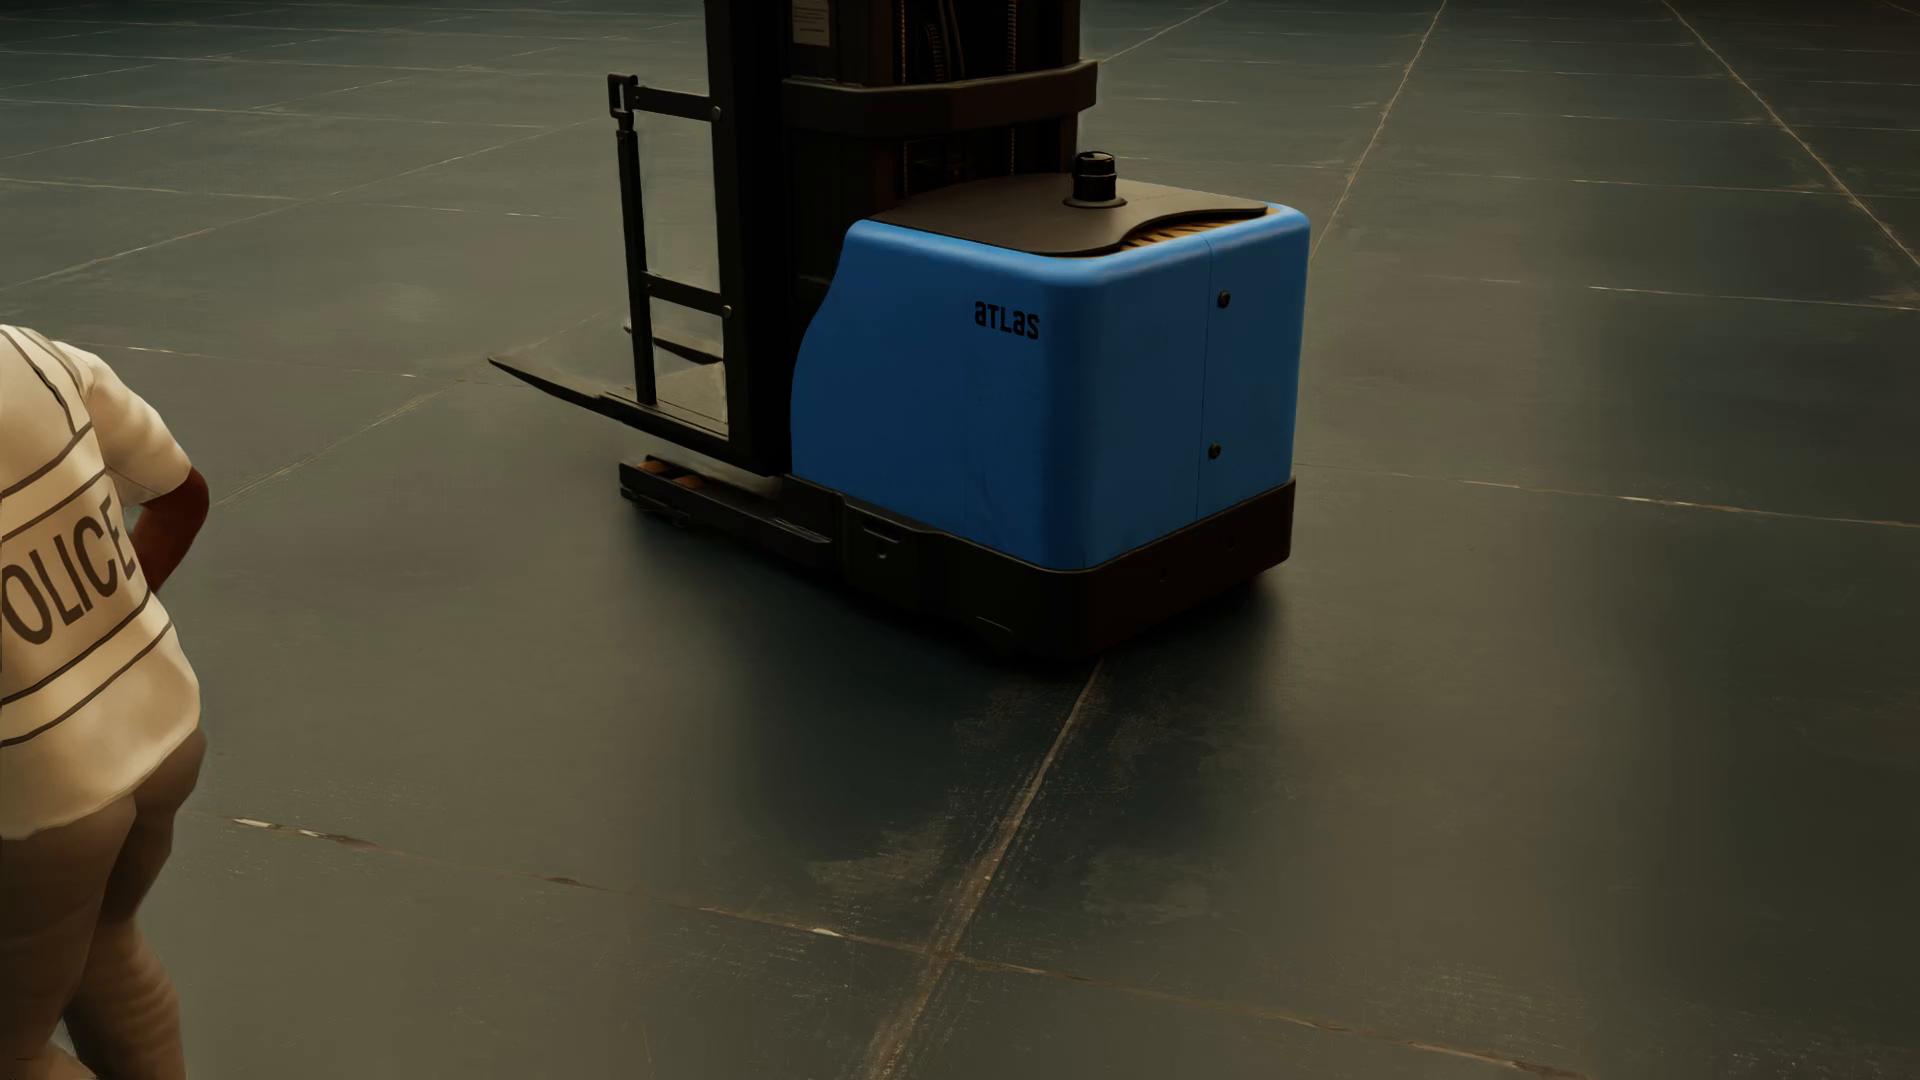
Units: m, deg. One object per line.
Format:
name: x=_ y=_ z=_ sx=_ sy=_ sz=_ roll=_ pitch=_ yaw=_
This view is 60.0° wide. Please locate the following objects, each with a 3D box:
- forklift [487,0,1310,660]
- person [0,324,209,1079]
forklift: x=-0.447 y=-1.516 z=4.951 sx=3.031 sy=2.935 sz=1.130 roll=21 pitch=30 yaw=40
person: x=-1.247 y=0.312 z=2.119 sx=0.487 sy=1.646 sz=0.624 roll=4 pitch=23 yaw=10
